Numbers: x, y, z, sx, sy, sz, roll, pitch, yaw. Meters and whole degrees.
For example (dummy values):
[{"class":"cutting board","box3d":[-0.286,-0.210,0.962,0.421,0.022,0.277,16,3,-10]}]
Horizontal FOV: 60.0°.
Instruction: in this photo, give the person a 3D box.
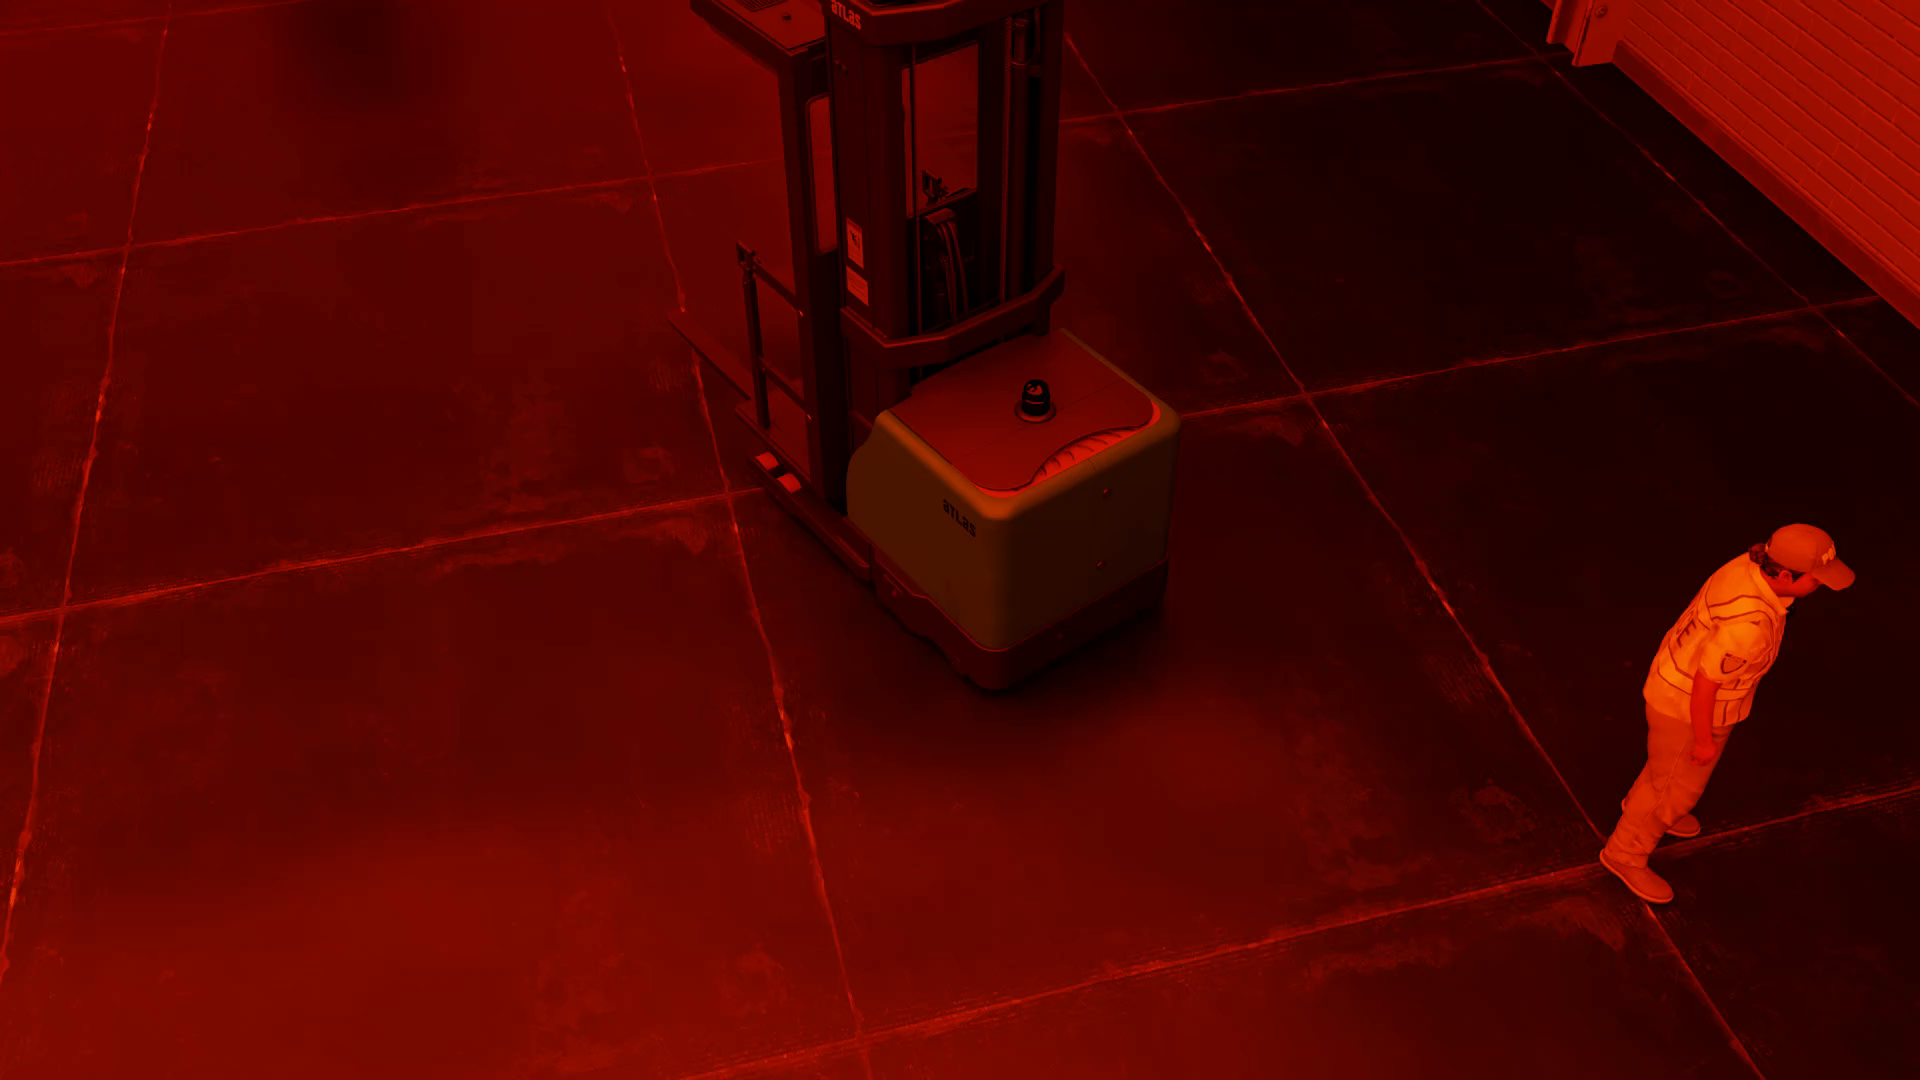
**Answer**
[{"class":"person","box3d":[2.692,0.579,5.955,0.463,1.667,0.564,23,48,22]}]

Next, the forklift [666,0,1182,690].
[{"class":"forklift","box3d":[-0.366,-1.399,7.126,1.130,2.935,3.031,-27,50,-26]}]
